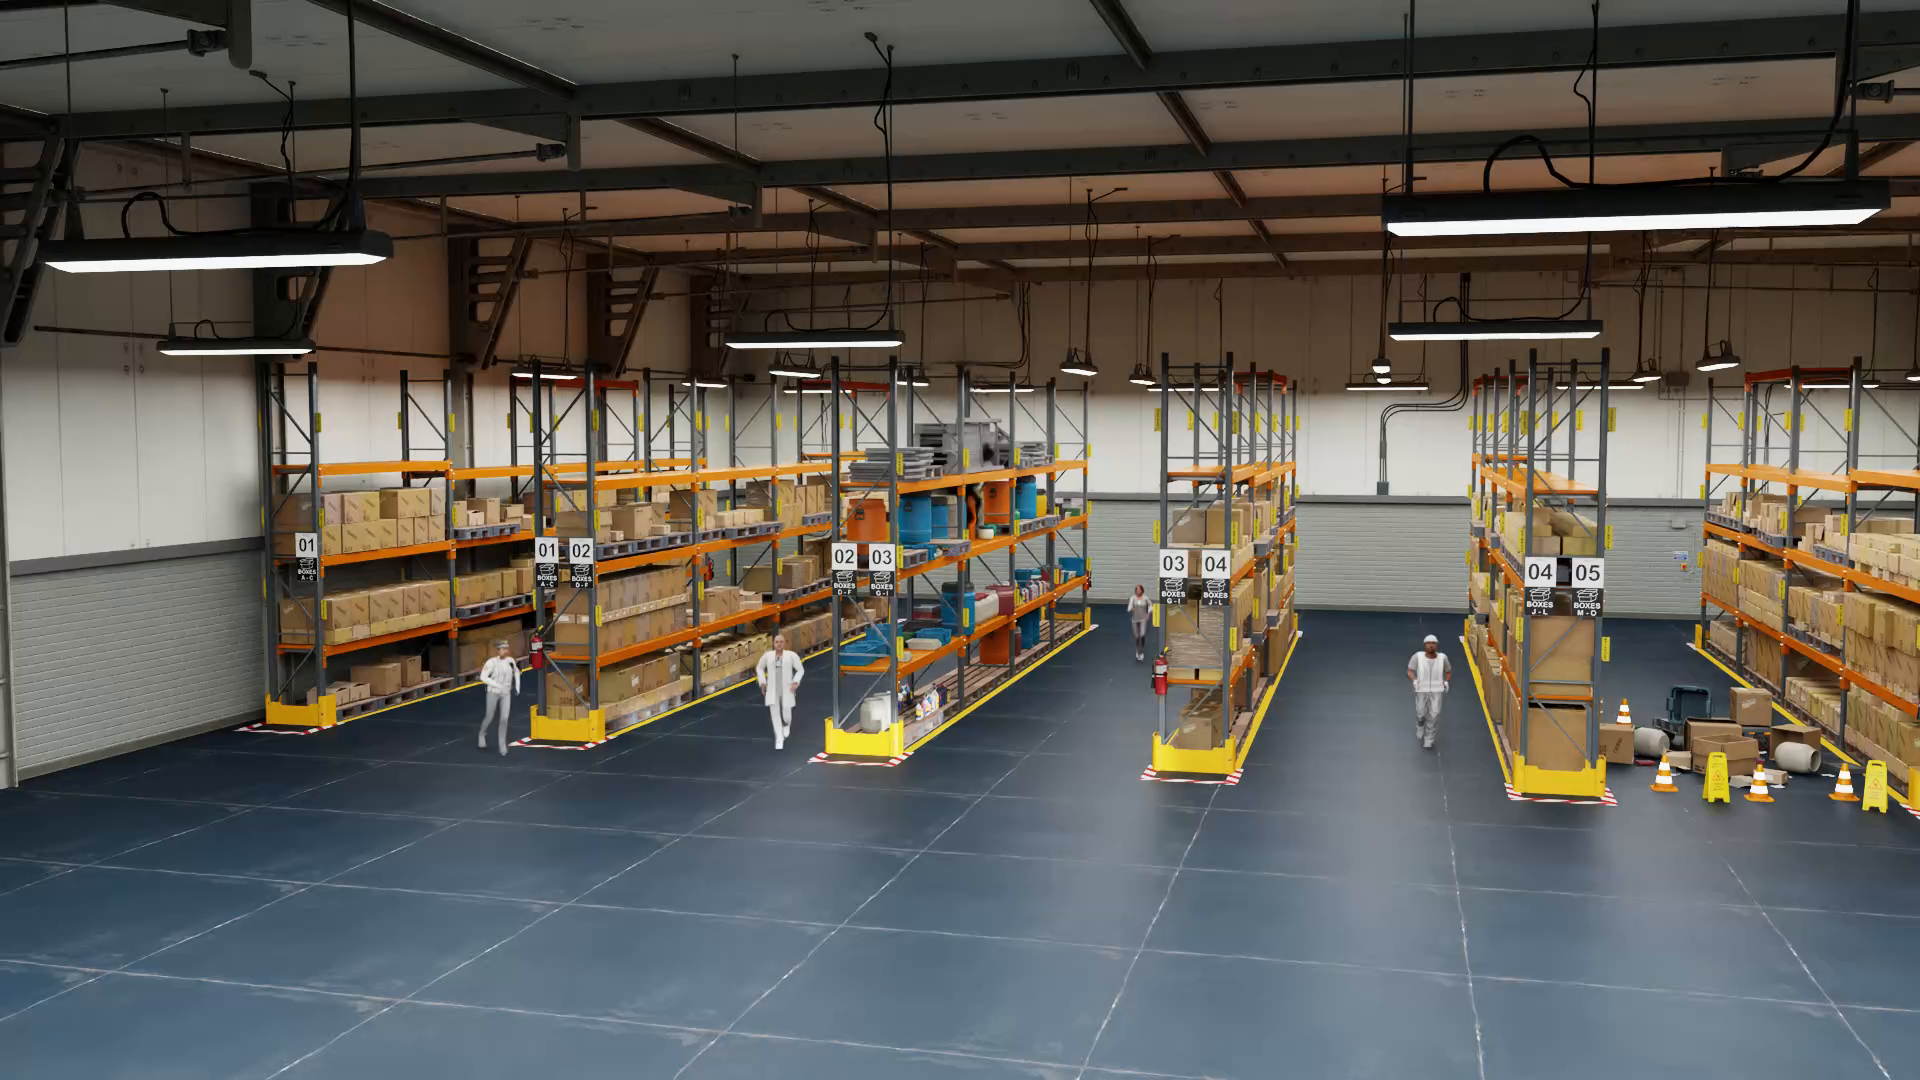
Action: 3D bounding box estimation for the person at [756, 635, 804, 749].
[{"bbox_3d":[-2.776,2.330,25.642,0.749,1.723,0.768,0,4,-2],"label":"person"}]

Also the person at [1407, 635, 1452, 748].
[{"bbox_3d":[7.249,2.327,25.671,0.669,1.737,0.597,1,4,11],"label":"person"}]

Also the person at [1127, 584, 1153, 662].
[{"bbox_3d":[3.770,1.751,34.939,0.514,1.627,0.653,1,4,12],"label":"person"}]

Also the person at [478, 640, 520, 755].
[{"bbox_3d":[-7.018,2.374,25.443,0.660,1.718,0.813,-3,5,-34],"label":"person"}]
